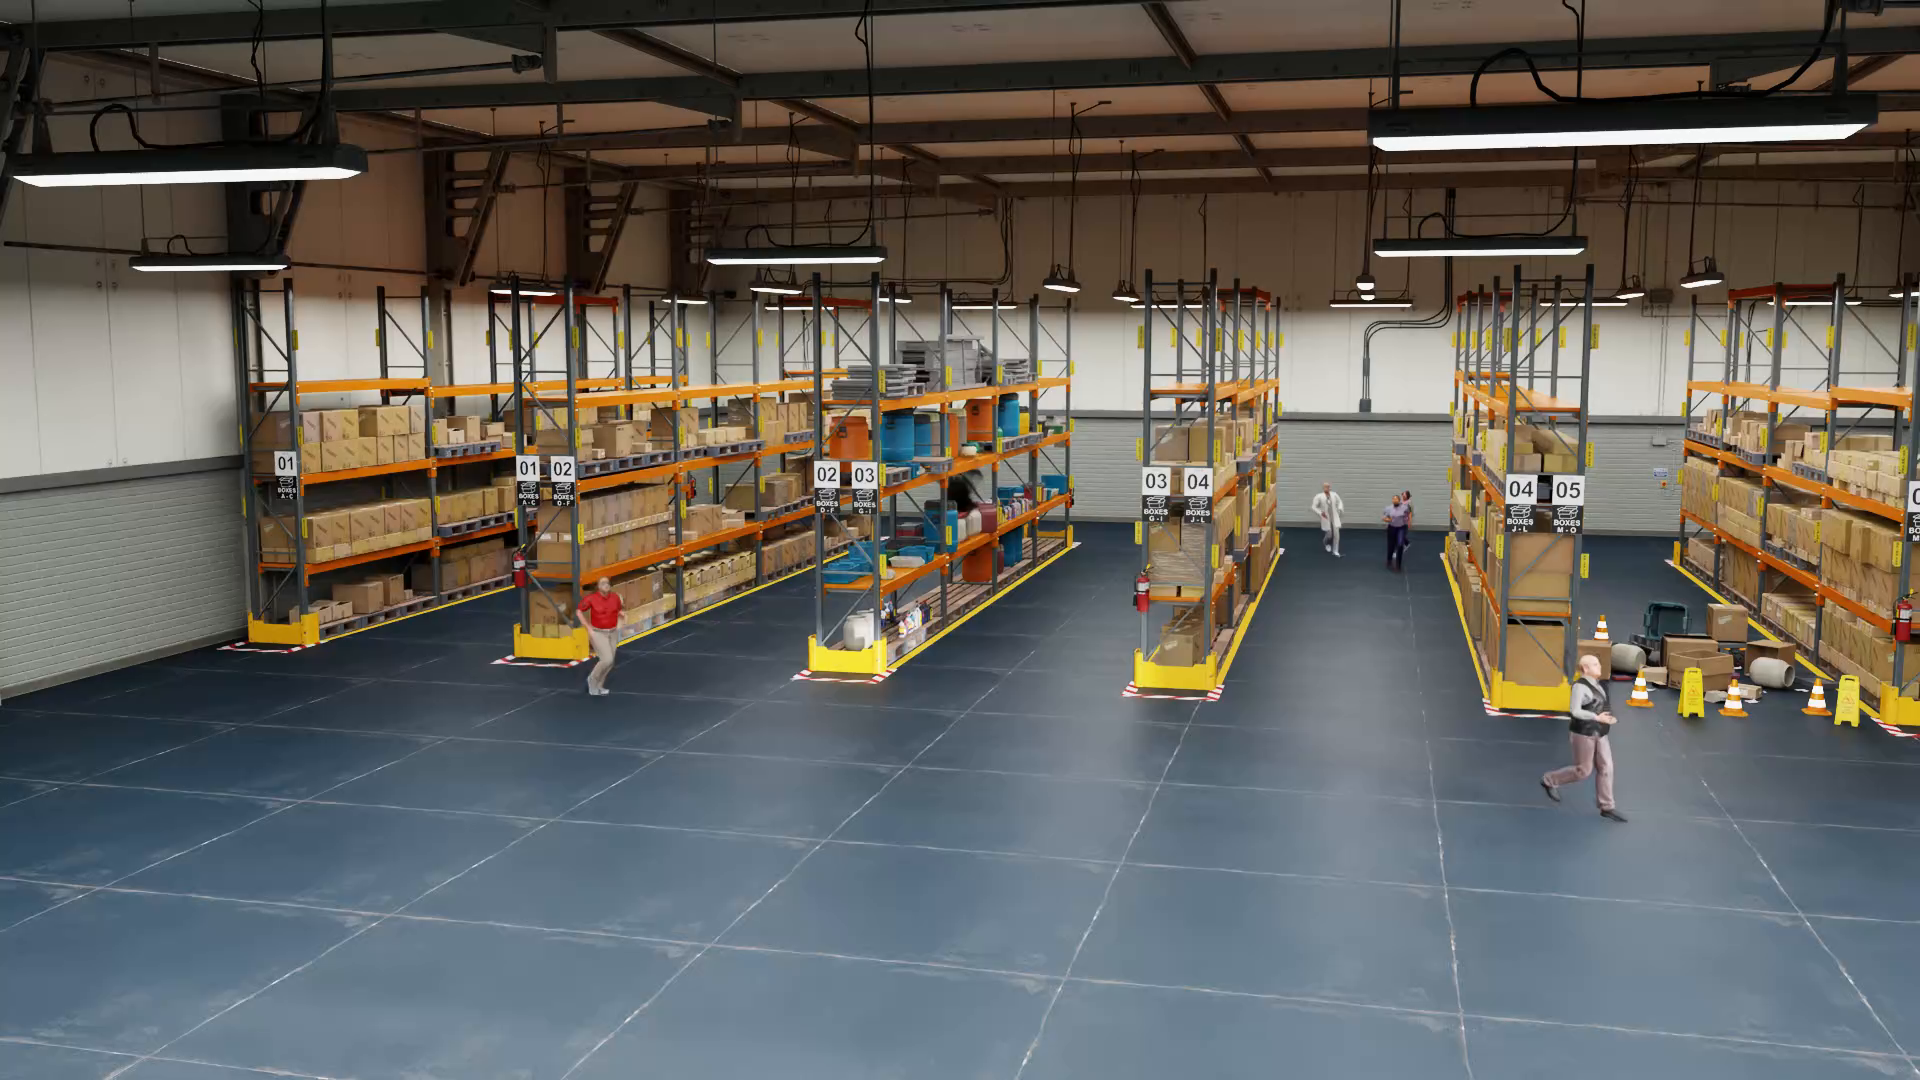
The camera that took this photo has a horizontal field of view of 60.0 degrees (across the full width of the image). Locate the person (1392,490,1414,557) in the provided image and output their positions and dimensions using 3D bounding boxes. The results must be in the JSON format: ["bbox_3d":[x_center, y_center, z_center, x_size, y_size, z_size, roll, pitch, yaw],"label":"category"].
[{"bbox_3d":[10.322,-0.386,38.651,0.586,1.565,0.590,-5,8,-35],"label":"person"}]

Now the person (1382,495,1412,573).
[{"bbox_3d":[9.538,-0.158,36.339,0.614,1.692,0.887,2,7,18],"label":"person"}]

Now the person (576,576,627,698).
[{"bbox_3d":[-4.970,1.364,23.403,0.655,1.719,0.636,6,9,42],"label":"person"}]

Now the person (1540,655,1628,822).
[{"bbox_3d":[6.565,2.018,17.519,0.661,1.642,0.837,-6,9,-43],"label":"person"}]

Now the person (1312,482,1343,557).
[{"bbox_3d":[8.569,-0.491,38.794,0.747,1.718,0.761,-1,7,-6],"label":"person"}]
